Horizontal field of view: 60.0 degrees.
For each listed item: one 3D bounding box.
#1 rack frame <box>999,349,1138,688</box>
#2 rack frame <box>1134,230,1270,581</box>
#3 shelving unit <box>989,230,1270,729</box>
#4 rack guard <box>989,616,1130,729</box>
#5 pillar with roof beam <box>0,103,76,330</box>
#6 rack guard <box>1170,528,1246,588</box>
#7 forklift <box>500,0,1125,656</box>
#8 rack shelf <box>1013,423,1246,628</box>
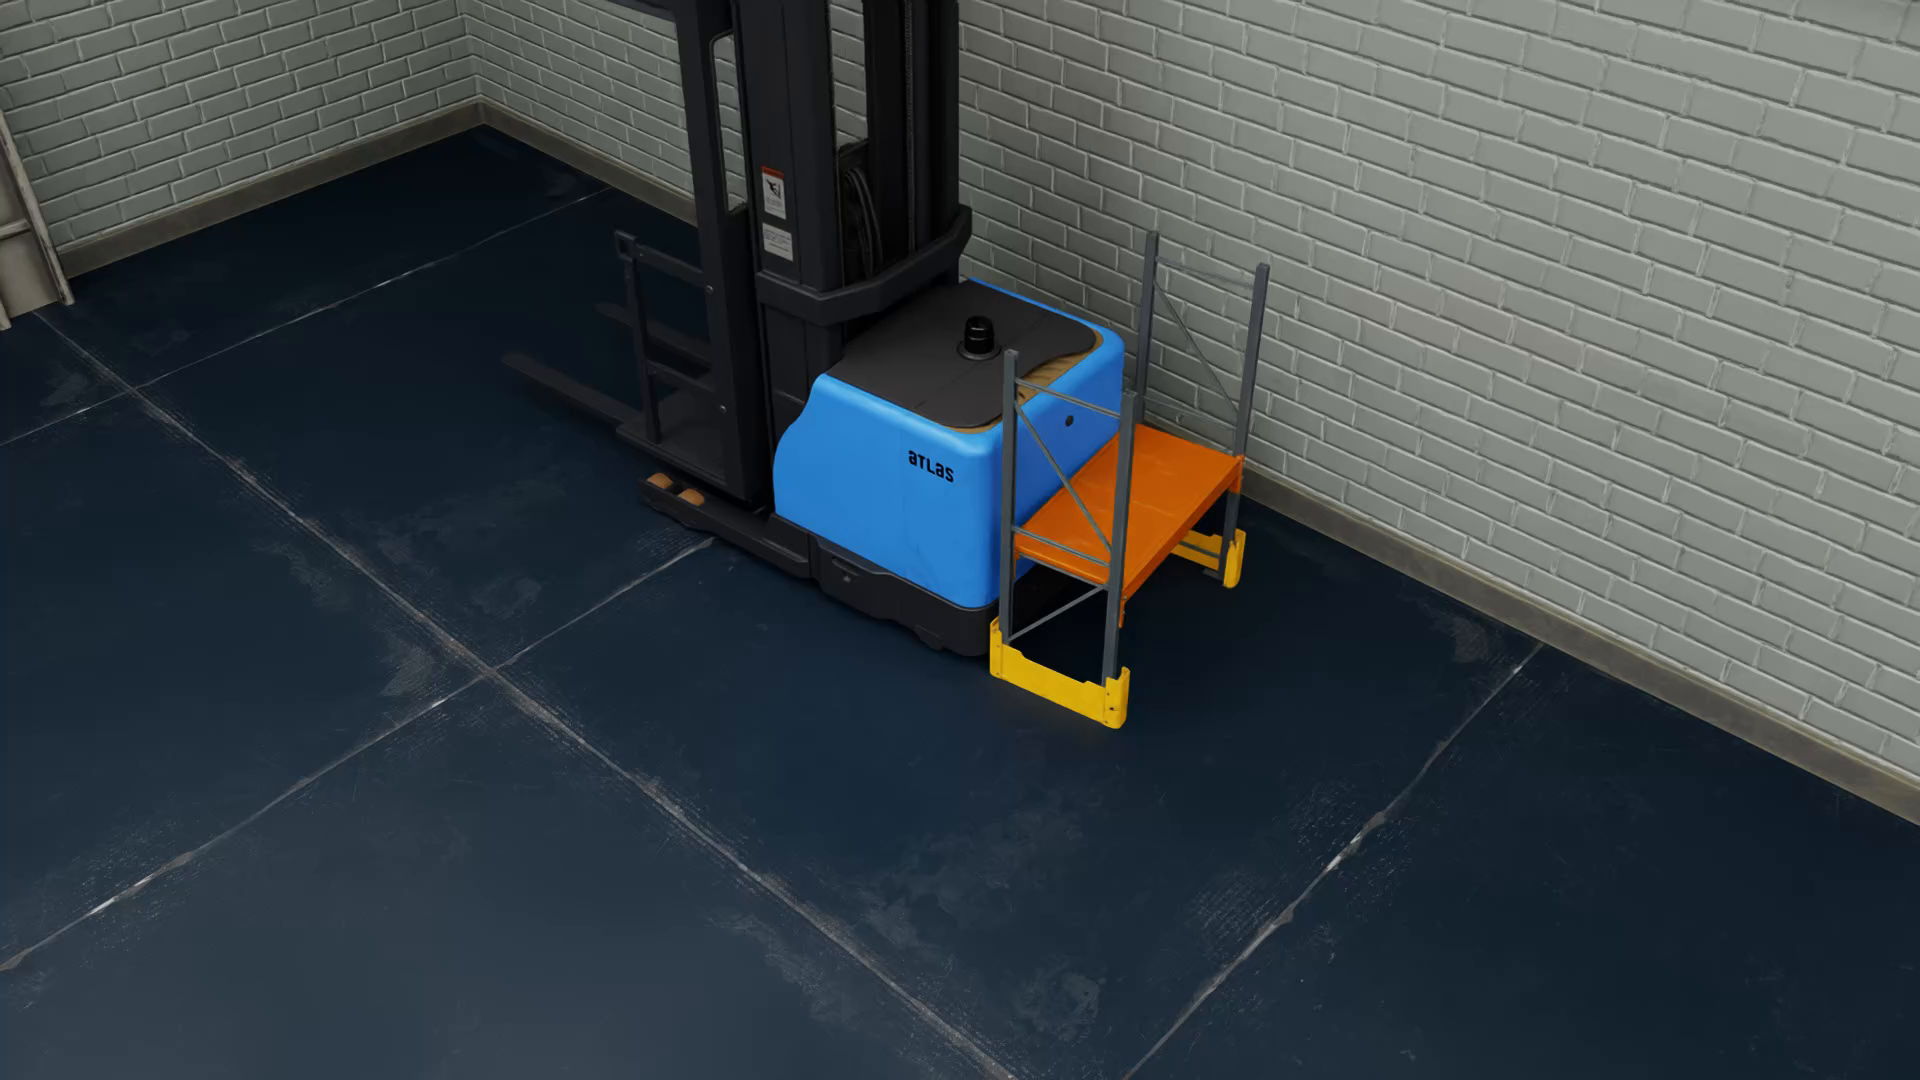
[{"bbox_3d":[0.367,0.028,6.009,0.500,1.500,0.032,22,44,25],"label":"rack frame"},{"bbox_3d":[0.924,-0.501,6.675,0.500,1.500,0.032,22,44,25],"label":"rack frame"},{"bbox_3d":[0.650,-0.241,6.348,0.587,1.500,1.083,22,44,25],"label":"shelving unit"},{"bbox_3d":[0.377,0.507,6.411,0.587,0.250,0.087,22,44,25],"label":"rack guard"},{"bbox_3d":[-1.768,-2.953,3.734,9.100,9.000,0.400,30,47,32],"label":"pillar with roof beam"},{"bbox_3d":[0.923,-0.011,7.063,0.587,0.250,0.087,22,44,25],"label":"rack guard"},{"bbox_3d":[-0.811,-1.439,6.704,3.031,2.935,1.130,26,45,29],"label":"forklift"},{"bbox_3d":[0.645,-0.096,6.454,0.538,0.185,1.000,22,44,25],"label":"rack shelf"}]
